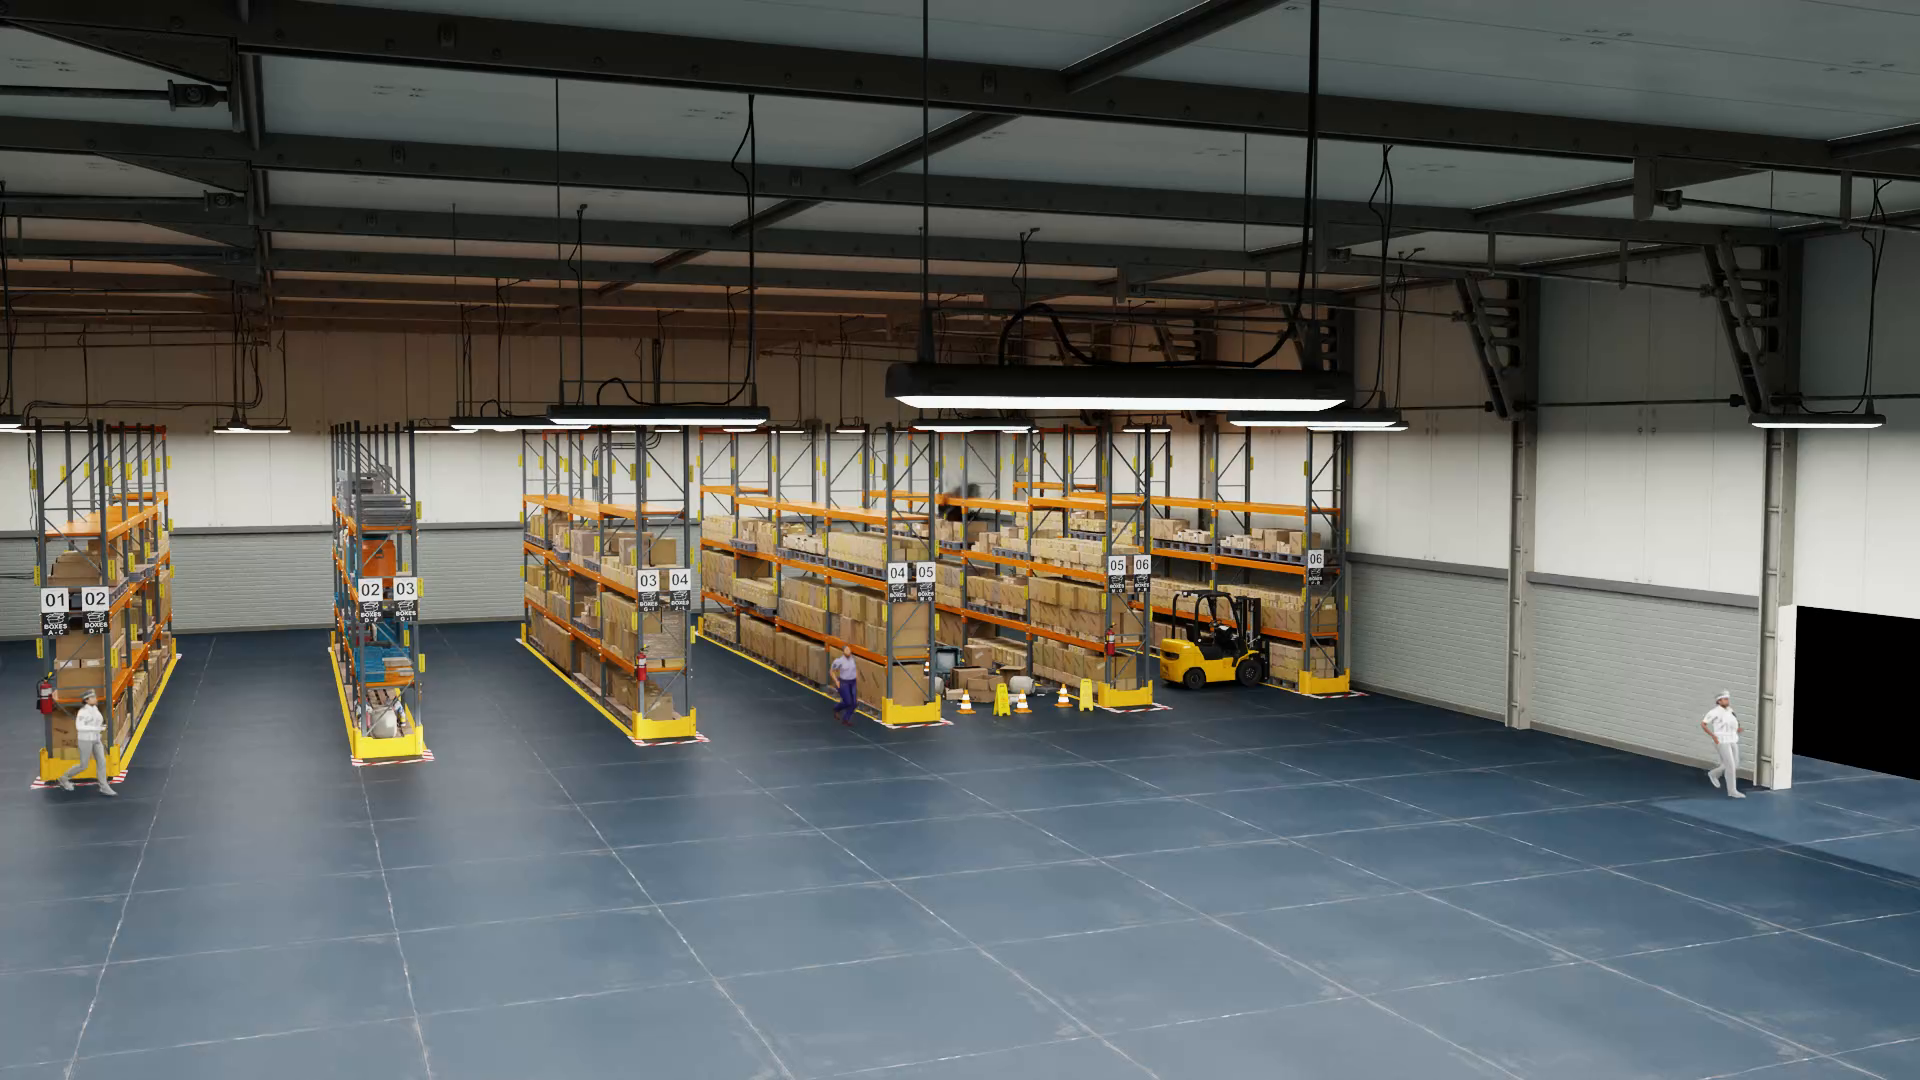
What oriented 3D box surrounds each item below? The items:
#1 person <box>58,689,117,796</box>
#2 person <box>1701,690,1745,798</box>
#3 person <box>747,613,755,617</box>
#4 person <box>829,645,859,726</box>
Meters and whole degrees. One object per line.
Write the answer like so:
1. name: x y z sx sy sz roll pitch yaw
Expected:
1. person: -13.889 3.170 26.492 0.910 1.617 0.623 0 4 2
2. person: 12.195 3.229 26.495 0.592 1.663 0.799 -2 4 -23
3. person: -6.145 1.777 49.592 0.677 1.714 0.560 -3 4 -37
4. person: -2.239 2.880 32.869 0.608 1.591 0.549 -3 5 -40
